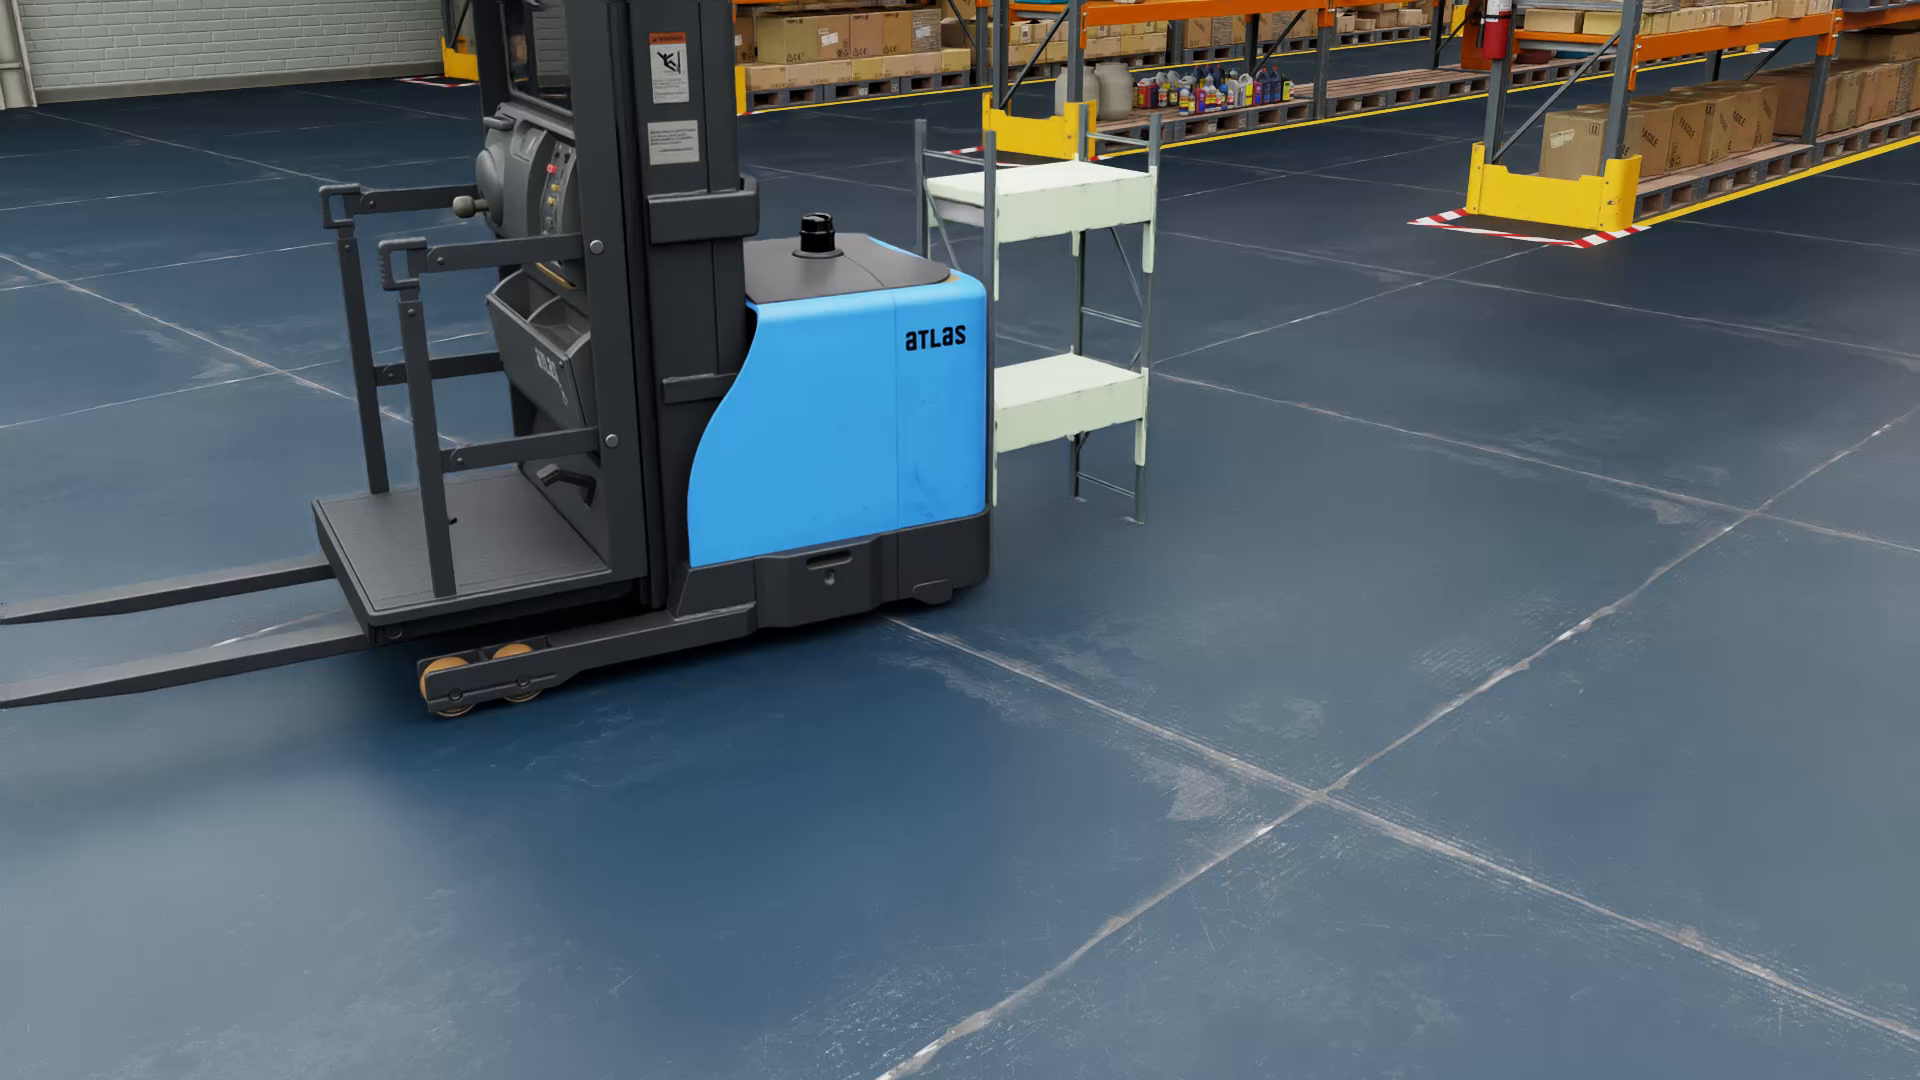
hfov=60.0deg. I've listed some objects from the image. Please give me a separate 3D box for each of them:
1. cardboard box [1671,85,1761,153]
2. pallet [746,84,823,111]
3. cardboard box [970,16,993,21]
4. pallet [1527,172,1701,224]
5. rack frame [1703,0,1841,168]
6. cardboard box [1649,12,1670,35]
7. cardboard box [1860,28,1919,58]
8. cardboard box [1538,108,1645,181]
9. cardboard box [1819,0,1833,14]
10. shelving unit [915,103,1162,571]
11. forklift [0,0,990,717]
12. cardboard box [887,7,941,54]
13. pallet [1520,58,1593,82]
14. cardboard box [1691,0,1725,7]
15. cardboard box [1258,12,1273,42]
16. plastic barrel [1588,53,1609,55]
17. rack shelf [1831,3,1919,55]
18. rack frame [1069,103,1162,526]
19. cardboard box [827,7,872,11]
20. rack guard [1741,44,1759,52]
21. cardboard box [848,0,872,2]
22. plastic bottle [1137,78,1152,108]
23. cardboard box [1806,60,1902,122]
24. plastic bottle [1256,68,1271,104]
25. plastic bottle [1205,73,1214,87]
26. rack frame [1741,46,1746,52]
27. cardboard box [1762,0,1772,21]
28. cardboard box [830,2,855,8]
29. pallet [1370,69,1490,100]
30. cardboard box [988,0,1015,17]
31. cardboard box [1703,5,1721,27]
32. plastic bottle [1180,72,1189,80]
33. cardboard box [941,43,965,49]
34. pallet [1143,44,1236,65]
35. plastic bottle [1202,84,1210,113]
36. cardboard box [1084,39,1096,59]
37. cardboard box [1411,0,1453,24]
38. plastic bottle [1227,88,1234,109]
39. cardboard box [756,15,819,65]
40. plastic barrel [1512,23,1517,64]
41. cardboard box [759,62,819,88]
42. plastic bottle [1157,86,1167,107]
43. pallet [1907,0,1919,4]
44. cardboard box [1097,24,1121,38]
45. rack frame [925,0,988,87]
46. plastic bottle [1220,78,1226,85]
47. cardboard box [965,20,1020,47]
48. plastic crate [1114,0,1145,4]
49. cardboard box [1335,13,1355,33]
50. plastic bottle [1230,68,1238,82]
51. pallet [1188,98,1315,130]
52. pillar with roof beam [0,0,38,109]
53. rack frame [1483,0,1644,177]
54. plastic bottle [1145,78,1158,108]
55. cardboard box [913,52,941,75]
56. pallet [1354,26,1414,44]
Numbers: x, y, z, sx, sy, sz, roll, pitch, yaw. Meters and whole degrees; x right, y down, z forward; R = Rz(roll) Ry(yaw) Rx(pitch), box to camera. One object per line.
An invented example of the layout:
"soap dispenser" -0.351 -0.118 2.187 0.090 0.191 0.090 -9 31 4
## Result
"cardboard box" 6.339 -3.550 14.029 0.500 0.500 0.500 -11 23 -25
"pallet" -2.341 -5.121 19.102 1.003 0.211 1.213 19 28 41
"cardboard box" 0.382 -6.729 21.866 0.500 0.311 0.500 -19 28 -41
"pallet" 4.896 -2.653 12.682 1.003 0.211 1.213 19 28 41
"rack frame" 7.041 -4.763 14.286 1.000 3.000 0.127 19 28 41
"cardboard box" 4.809 -3.691 11.846 0.380 0.149 0.250 19 28 41
"cardboard box" 9.386 -5.000 16.728 0.500 0.250 0.500 -19 28 -40
"cardboard box" 4.698 -2.920 12.390 0.500 0.500 0.500 -14 25 -32
"cardboard box" 7.102 -4.517 13.995 0.380 0.149 0.250 19 28 41
"shelving unit" 0.271 -0.730 5.883 0.755 1.500 0.431 -16 26 -35
"forklift" -1.446 -1.079 4.797 3.031 2.935 1.130 -11 24 -26
"cardboard box" -0.578 -6.206 20.243 0.500 0.500 0.500 19 28 41
"pallet" 7.654 -6.254 22.053 1.003 0.211 1.213 19 28 41
"cardboard box" 5.297 -4.331 12.608 0.875 0.500 0.500 19 28 41
"cardboard box" 4.334 -7.755 24.940 0.500 0.500 0.500 18 27 39
"plastic barrel" 8.682 -7.140 22.809 0.600 0.901 0.708 19 28 41
"rack shelf" 8.436 -4.941 15.752 1.077 0.370 4.000 19 28 41
"rack frame" 0.558 -0.811 6.094 0.023 1.500 0.400 -16 26 -35
"cardboard box" -1.299 -6.208 20.247 0.500 0.500 0.500 19 28 41
"rack guard" 11.871 -7.930 26.009 1.175 0.500 0.348 19 28 41
"cardboard box" -1.723 -8.570 26.016 0.500 0.250 0.500 -20 28 -41
"plastic bottle" 1.865 -4.548 16.910 0.152 0.276 0.135 20 28 41
"cardboard box" 8.610 -4.359 16.106 0.500 0.500 0.700 -17 27 -38
"plastic bottle" 3.116 -4.684 17.160 0.144 0.351 0.185 18 27 38
"plastic bottle" 2.617 -4.763 17.476 0.097 0.271 0.097 0 21 0
"rack frame" 11.864 -9.087 25.536 1.000 3.000 0.127 19 28 41
"cardboard box" 6.194 -4.208 13.192 0.380 0.149 0.250 19 28 41
"cardboard box" -2.049 -8.113 25.871 0.700 0.500 0.500 19 28 40
"pallet" 5.715 -5.540 20.193 1.003 0.211 1.213 19 28 41
"cardboard box" 0.407 -9.083 27.935 0.750 0.750 0.750 19 28 40
"cardboard box" 5.488 -3.954 12.531 0.380 0.149 0.250 19 28 41
"plastic bottle" 2.355 -4.756 17.440 0.133 0.283 0.061 -19 28 -40
"cardboard box" 0.028 -6.335 21.623 0.500 0.250 0.500 19 28 40
"pallet" 3.284 -7.152 24.389 1.003 0.211 1.213 19 28 41
"plastic bottle" 2.429 -4.382 16.485 0.097 0.271 0.097 0 21 0
"cardboard box" 1.477 -6.593 22.294 0.500 0.250 0.500 -20 28 -41
"cardboard box" 8.115 -9.165 28.610 0.500 0.500 0.500 19 28 41
"plastic bottle" 2.712 -4.454 16.768 0.097 0.201 0.097 0 21 0
"cardboard box" -1.963 -5.689 18.896 0.500 0.500 0.500 19 28 41
"plastic barrel" 6.942 -6.363 21.331 0.421 0.512 0.421 0 21 0
"cardboard box" -1.965 -5.339 19.032 0.500 0.250 0.500 19 28 41
"plastic bottle" 2.064 -4.523 16.947 0.097 0.201 0.097 0 21 0
"pallet" 8.480 -5.183 15.645 1.003 0.211 1.213 19 28 41
"cardboard box" 1.835 -6.985 22.533 0.500 0.311 0.500 19 28 40
"rack frame" -0.054 -7.243 20.739 1.000 3.000 0.127 19 28 41
"plastic bottle" 2.698 -4.556 16.919 0.061 0.283 0.133 19 28 41
"cardboard box" 0.413 -6.461 21.170 0.500 0.311 0.500 19 28 41
"plastic crate" 1.557 -5.001 15.272 0.298 0.136 0.250 19 28 41
"cardboard box" 5.975 -8.304 26.632 0.500 0.311 0.500 19 28 41
"plastic bottle" 2.956 -4.962 17.994 0.097 0.271 0.097 0 21 0
"pallet" 2.994 -4.539 17.589 1.003 0.211 1.213 19 28 41
"pillar with roof beam" -7.629 -8.031 14.426 9.100 9.000 0.400 19 28 41
"rack frame" 4.251 -3.735 11.610 1.000 3.000 0.127 19 28 41
"plastic bottle" 1.941 -4.525 16.839 0.061 0.283 0.133 19 28 41
"cardboard box" -0.577 -5.856 20.376 0.500 0.250 0.500 19 28 41
"pallet" 6.858 -8.489 27.868 1.003 0.211 1.213 19 28 41
